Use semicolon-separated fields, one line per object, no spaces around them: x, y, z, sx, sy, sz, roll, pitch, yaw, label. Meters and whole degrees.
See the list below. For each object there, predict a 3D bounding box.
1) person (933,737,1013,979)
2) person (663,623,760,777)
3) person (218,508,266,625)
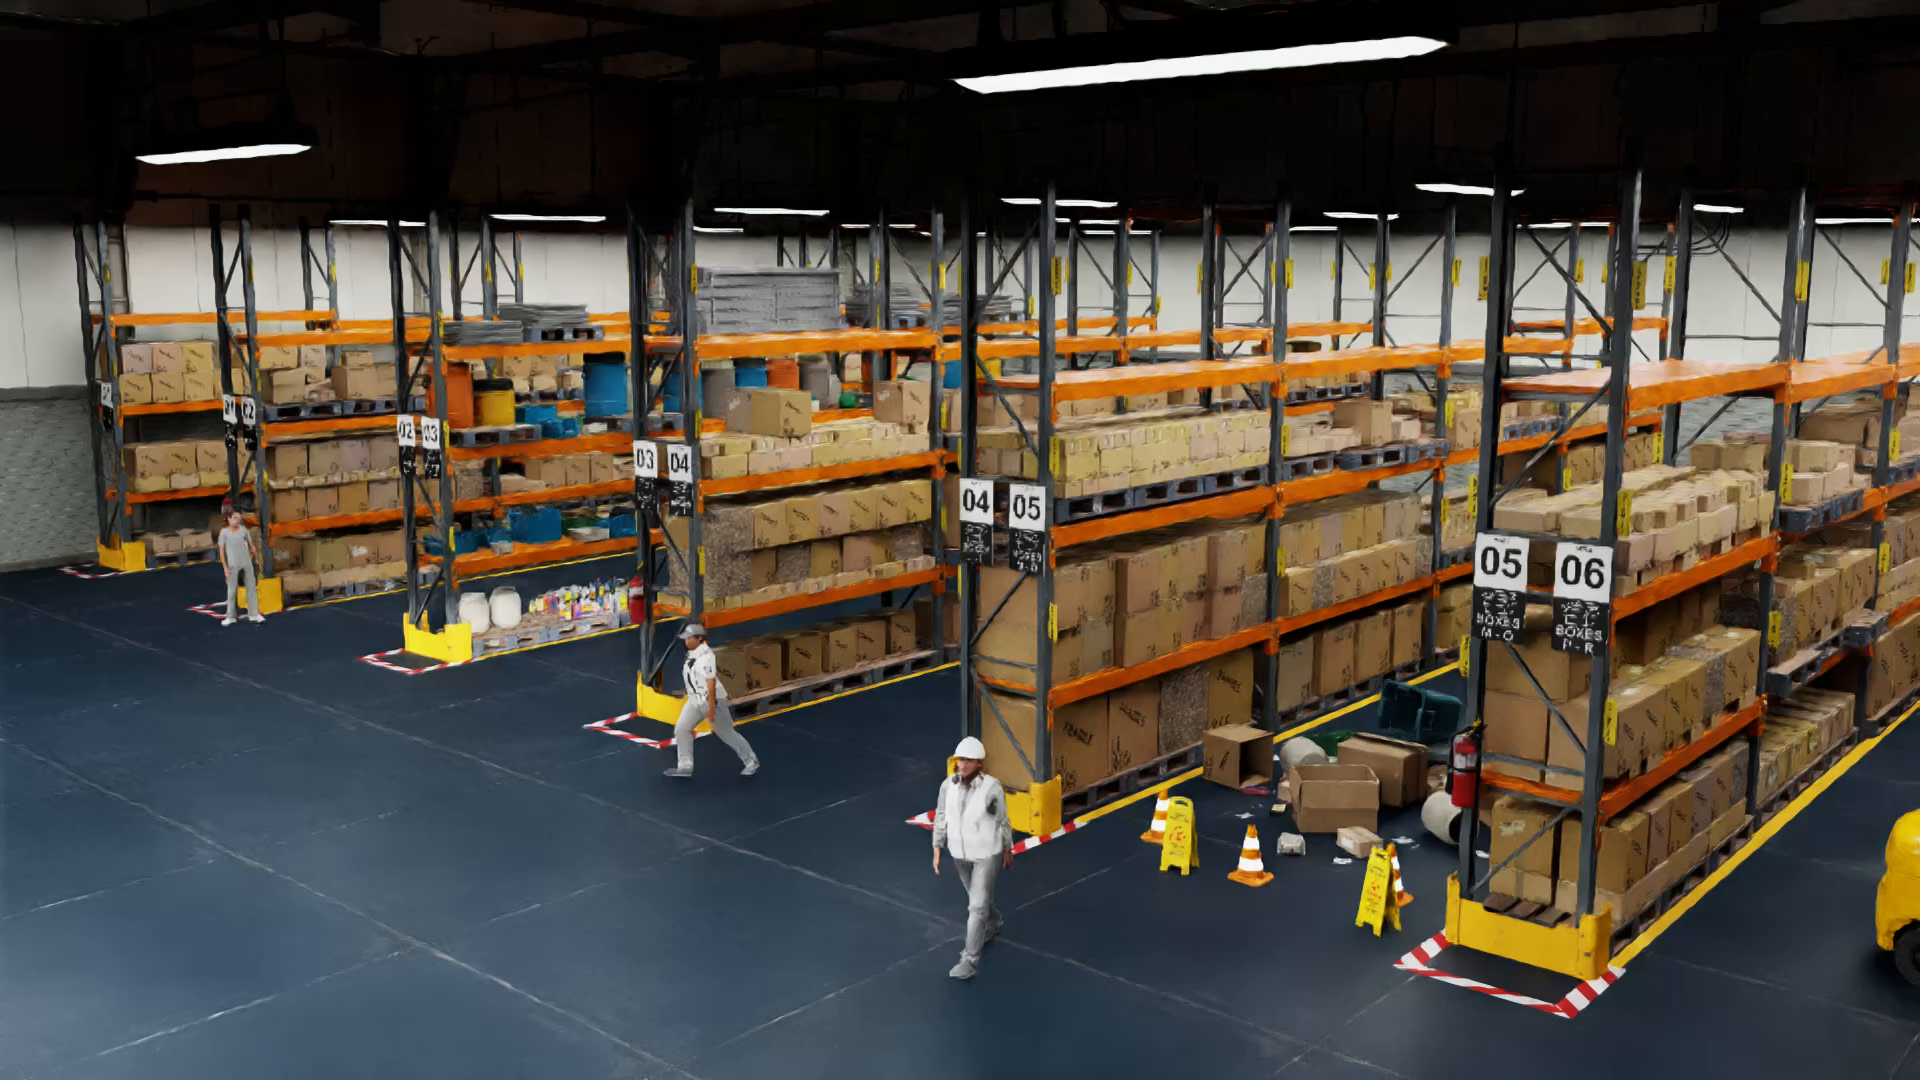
0.080;2.289;12.324;0.538;1.715;1.026;6;11;32;person
-2.503;1.614;16.751;0.938;1.598;0.534;-5;11;-28;person
-10.351;0.392;23.879;0.625;1.637;0.386;-9;13;-43;person
